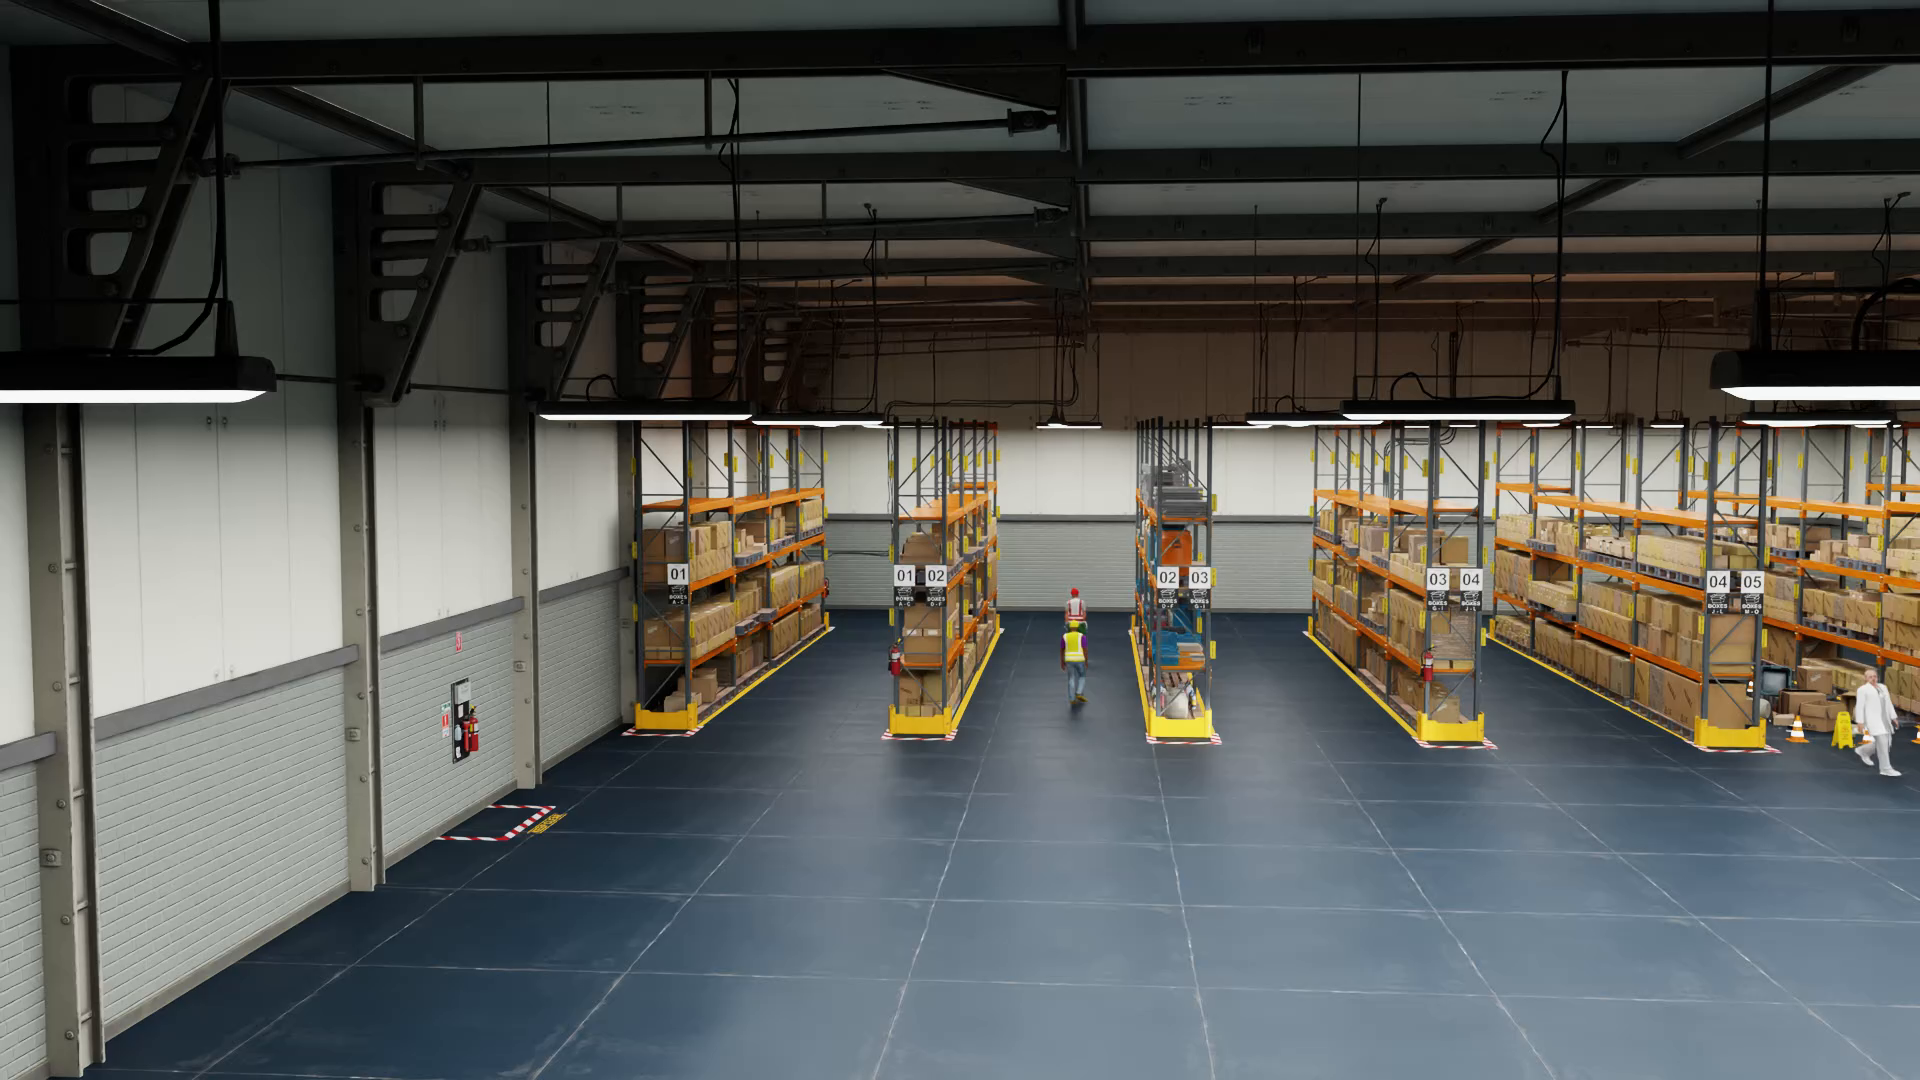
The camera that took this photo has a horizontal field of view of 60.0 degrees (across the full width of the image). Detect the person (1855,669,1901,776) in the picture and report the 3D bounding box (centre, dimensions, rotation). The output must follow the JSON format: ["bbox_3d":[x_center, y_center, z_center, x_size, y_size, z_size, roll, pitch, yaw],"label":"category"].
[{"bbox_3d":[15.341,3.032,27.801,0.588,1.739,0.918,-1,4,-20],"label":"person"}]

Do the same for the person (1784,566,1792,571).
[{"bbox_3d":[24.616,1.627,49.363,1.111,1.736,0.593,0,4,-6],"label":"person"}]

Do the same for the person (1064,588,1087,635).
[{"bbox_3d":[2.912,2.105,41.847,0.574,1.788,0.551,1,4,8],"label":"person"}]

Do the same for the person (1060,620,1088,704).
[{"bbox_3d":[2.406,2.549,34.925,0.612,1.745,0.526,1,4,14],"label":"person"}]
